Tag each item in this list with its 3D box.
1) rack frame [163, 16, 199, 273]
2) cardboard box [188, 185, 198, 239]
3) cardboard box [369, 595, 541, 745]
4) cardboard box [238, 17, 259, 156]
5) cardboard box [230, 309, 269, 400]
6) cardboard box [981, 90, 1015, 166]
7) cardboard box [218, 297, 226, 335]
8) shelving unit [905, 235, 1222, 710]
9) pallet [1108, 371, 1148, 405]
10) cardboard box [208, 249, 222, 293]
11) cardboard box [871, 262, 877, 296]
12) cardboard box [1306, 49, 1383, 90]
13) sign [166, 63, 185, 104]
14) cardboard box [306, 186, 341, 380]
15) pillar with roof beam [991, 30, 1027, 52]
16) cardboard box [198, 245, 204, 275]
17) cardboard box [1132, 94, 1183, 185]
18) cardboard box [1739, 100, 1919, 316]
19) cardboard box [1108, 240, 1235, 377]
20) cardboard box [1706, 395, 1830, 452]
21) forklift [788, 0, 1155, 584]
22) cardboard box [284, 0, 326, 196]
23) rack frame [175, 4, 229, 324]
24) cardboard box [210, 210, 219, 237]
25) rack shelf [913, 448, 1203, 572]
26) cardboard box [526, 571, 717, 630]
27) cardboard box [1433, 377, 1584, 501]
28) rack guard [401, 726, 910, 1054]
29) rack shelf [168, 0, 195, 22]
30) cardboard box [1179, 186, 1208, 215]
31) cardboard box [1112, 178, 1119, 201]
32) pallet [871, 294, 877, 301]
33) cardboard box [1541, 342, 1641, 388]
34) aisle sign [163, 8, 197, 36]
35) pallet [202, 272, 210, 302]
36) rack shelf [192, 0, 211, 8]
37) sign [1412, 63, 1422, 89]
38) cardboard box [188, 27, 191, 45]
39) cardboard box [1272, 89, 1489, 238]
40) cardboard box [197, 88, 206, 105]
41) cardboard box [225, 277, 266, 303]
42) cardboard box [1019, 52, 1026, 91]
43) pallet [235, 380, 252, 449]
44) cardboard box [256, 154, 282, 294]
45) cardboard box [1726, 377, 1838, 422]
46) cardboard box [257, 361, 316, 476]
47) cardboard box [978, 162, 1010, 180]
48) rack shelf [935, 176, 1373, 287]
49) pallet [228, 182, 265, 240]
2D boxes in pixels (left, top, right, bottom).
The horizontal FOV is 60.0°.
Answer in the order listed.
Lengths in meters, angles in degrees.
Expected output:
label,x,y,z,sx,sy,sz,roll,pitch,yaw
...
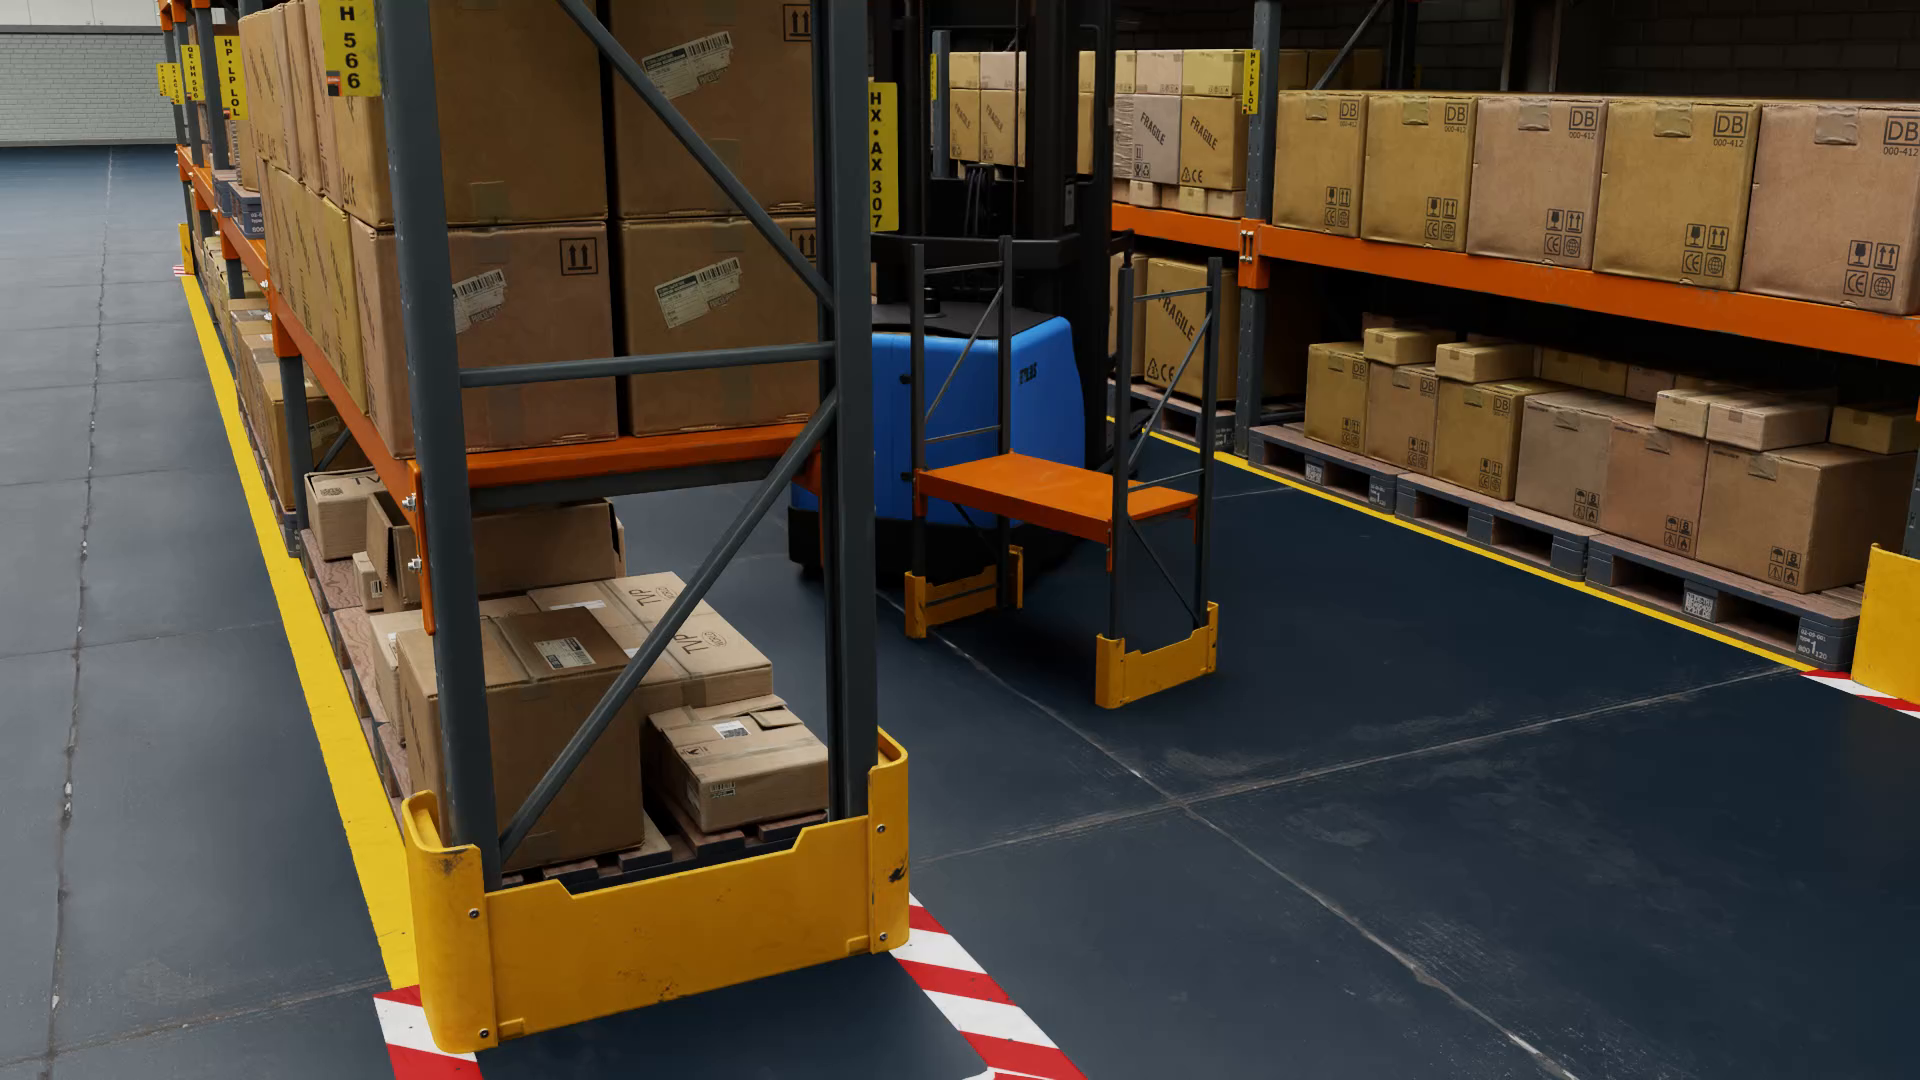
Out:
label,x,y,z,sx,sy,sz,roll,pitch,yaw
rack frame,-7.683,-4.344,17.449,1.000,3.000,0.127,-8,18,-25
cardboard box,-7.428,-3.301,16.679,0.500,0.500,0.500,-8,18,-25
cardboard box,-1.523,0.390,5.143,0.500,0.250,0.500,-8,18,-25
cardboard box,-2.473,-1.746,6.403,0.500,0.500,0.500,-7,17,-23
cardboard box,-4.002,-1.094,9.857,0.500,0.500,0.500,-8,18,-27
cardboard box,0.476,-2.878,11.585,0.500,0.500,0.500,-7,17,-23
cardboard box,-5.303,-1.721,12.533,0.500,0.250,0.500,-7,18,-24
shelving unit,0.362,-0.299,6.075,0.587,1.500,1.083,-14,21,-41
pallet,1.081,-1.113,11.245,1.003,0.211,1.213,-8,18,-25
cardboard box,-5.532,-2.116,12.894,0.500,0.311,0.500,-8,18,-27
cardboard box,-0.454,-2.403,14.422,0.700,0.500,0.500,-8,18,-25
cardboard box,2.058,-2.674,9.516,0.500,0.250,0.500,-7,17,-23
sign,-6.429,-3.739,13.628,0.100,0.325,0.005,-8,18,-25
cardboard box,-1.559,-0.755,4.763,0.500,0.500,0.500,-8,18,-24
pillar with roof beam,-3.389,-5.750,11.473,9.100,9.000,0.400,-8,18,-25
cardboard box,-6.993,-2.692,15.917,0.500,0.250,0.500,-8,18,-25
cardboard box,1.364,-2.378,9.842,0.500,0.500,0.500,-7,18,-24
cardboard box,3.545,-1.245,6.109,0.980,0.700,0.700,-7,17,-22
cardboard box,1.231,-1.502,10.682,0.750,0.750,0.750,-7,17,-23
cardboard box,3.161,-0.459,6.508,0.380,0.149,0.250,-8,18,-26
forklift,0.261,-1.585,7.959,1.130,2.935,3.031,6,17,20
cardboard box,-1.570,-1.235,4.624,0.500,0.500,0.500,-7,17,-23
rack frame,-5.931,-3.352,13.993,1.000,3.000,0.127,-8,18,-25
cardboard box,-6.539,-2.807,14.957,0.500,0.500,0.500,-8,18,-25
rack shelf,0.356,-0.128,6.131,0.538,0.185,1.000,-14,21,-41
cardboard box,-1.095,0.317,5.396,0.500,0.250,0.500,-8,18,-25
cardboard box,2.700,-0.518,7.887,0.700,0.500,0.500,-7,18,-24
rack guard,-0.707,0.806,4.035,1.175,0.500,0.348,-8,18,-25
rack shelf,-5.055,-3.952,11.950,1.077,0.370,4.000,-8,18,-25
cardboard box,1.491,-1.966,9.583,0.380,0.149,0.250,-7,18,-24
cardboard box,1.105,-2.227,10.491,0.380,0.149,0.250,-8,18,-26
pallet,-0.599,-2.115,14.739,1.003,0.211,1.213,-8,18,-25
cardboard box,2.948,-0.820,7.764,0.380,0.149,0.250,-8,18,-26
aisle sign,-7.988,-5.573,17.019,0.394,0.787,0.004,-8,18,-25
pallet,-6.780,-2.517,16.138,1.003,0.211,1.213,-8,18,-25
rack shelf,-3.303,-2.960,8.494,1.077,0.370,4.000,-8,18,-25
sign,2.523,-2.489,9.275,0.100,0.325,0.005,-8,18,-25
cardboard box,-6.572,-4.382,15.050,0.700,0.500,0.500,-8,18,-25
cardboard box,2.248,-1.976,8.653,0.980,0.700,0.700,-7,18,-24
cardboard box,-6.243,-3.753,14.035,0.380,0.149,0.250,-8,18,-25
cardboard box,-4.630,-1.610,11.130,0.500,0.311,0.500,-7,17,-23
cardboard box,0.699,-3.120,11.070,0.500,0.250,0.500,-8,18,-25
pallet,-3.886,-0.830,10.260,1.003,0.211,1.213,-8,18,-25
cardboard box,-2.448,-1.257,6.512,0.500,0.500,0.500,-7,17,-23
cardboard box,3.393,-0.568,6.887,0.380,0.149,0.250,-8,18,-25
cardboard box,-3.109,-0.590,8.101,0.500,0.500,0.500,-8,18,-25
cardboard box,0.352,-2.599,11.789,0.380,0.149,0.250,-7,17,-23
rack shelf,1.149,-2.118,10.997,1.077,0.370,4.000,-8,18,-25
pallet,-3.323,-1.786,8.885,1.003,0.211,1.213,-8,18,-25
